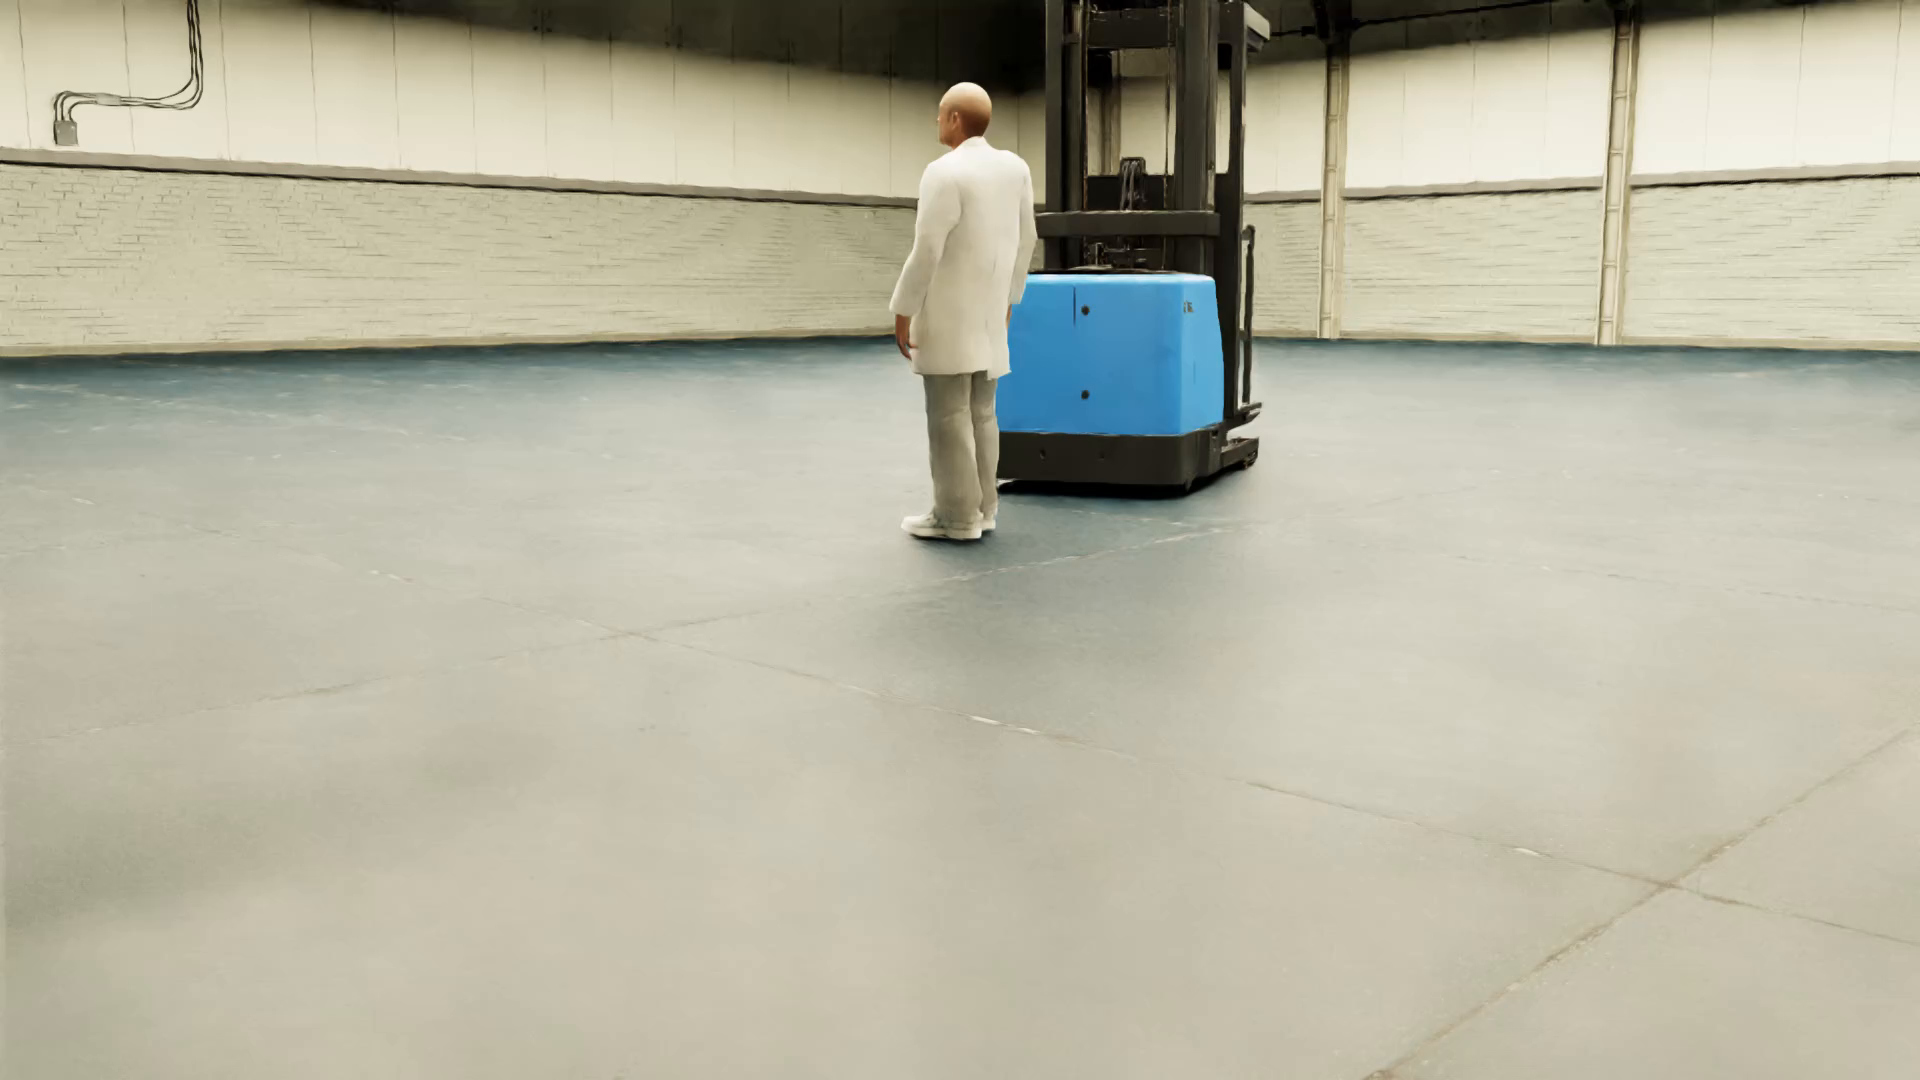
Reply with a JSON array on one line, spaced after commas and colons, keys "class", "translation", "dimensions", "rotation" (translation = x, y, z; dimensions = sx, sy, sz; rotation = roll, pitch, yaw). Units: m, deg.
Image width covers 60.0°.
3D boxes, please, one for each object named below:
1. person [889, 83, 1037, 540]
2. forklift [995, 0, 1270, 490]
[{"class": "person", "translation": [-0.062, -0.896, 6.650], "dimensions": [0.579, 1.776, 0.694], "rotation": [8, 12, 43]}, {"class": "forklift", "translation": [1.089, -1.873, 9.313], "dimensions": [1.130, 2.935, 3.031], "rotation": [3, 9, 21]}]
